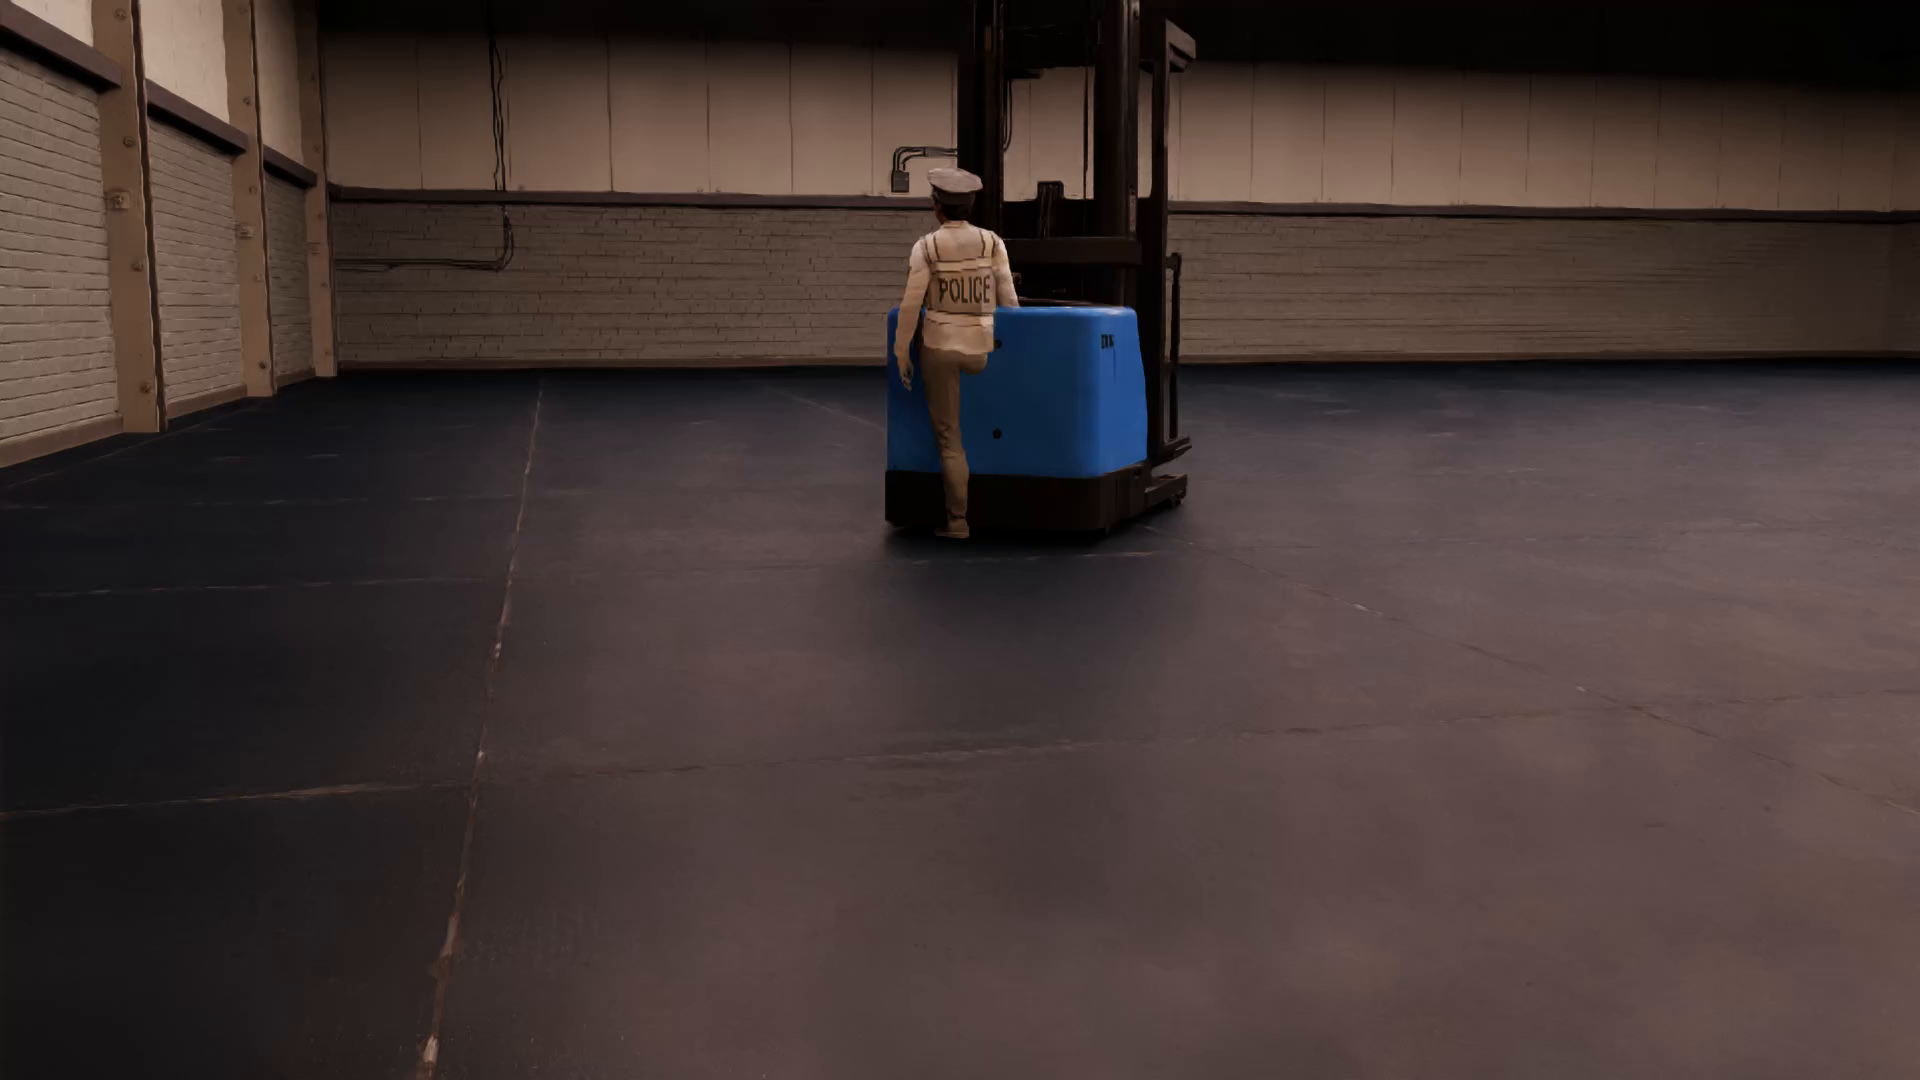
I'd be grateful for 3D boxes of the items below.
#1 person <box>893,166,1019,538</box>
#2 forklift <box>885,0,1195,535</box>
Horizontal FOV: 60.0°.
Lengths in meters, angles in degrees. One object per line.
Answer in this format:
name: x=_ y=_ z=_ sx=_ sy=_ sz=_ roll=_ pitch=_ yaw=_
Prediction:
person: x=-0.035 y=-0.858 z=7.695 sx=0.584 sy=1.695 sz=0.598 roll=-2 pitch=8 yaw=-13
forklift: x=0.613 y=-1.641 z=8.853 sx=1.130 sy=2.935 sz=3.031 roll=3 pitch=8 yaw=19
